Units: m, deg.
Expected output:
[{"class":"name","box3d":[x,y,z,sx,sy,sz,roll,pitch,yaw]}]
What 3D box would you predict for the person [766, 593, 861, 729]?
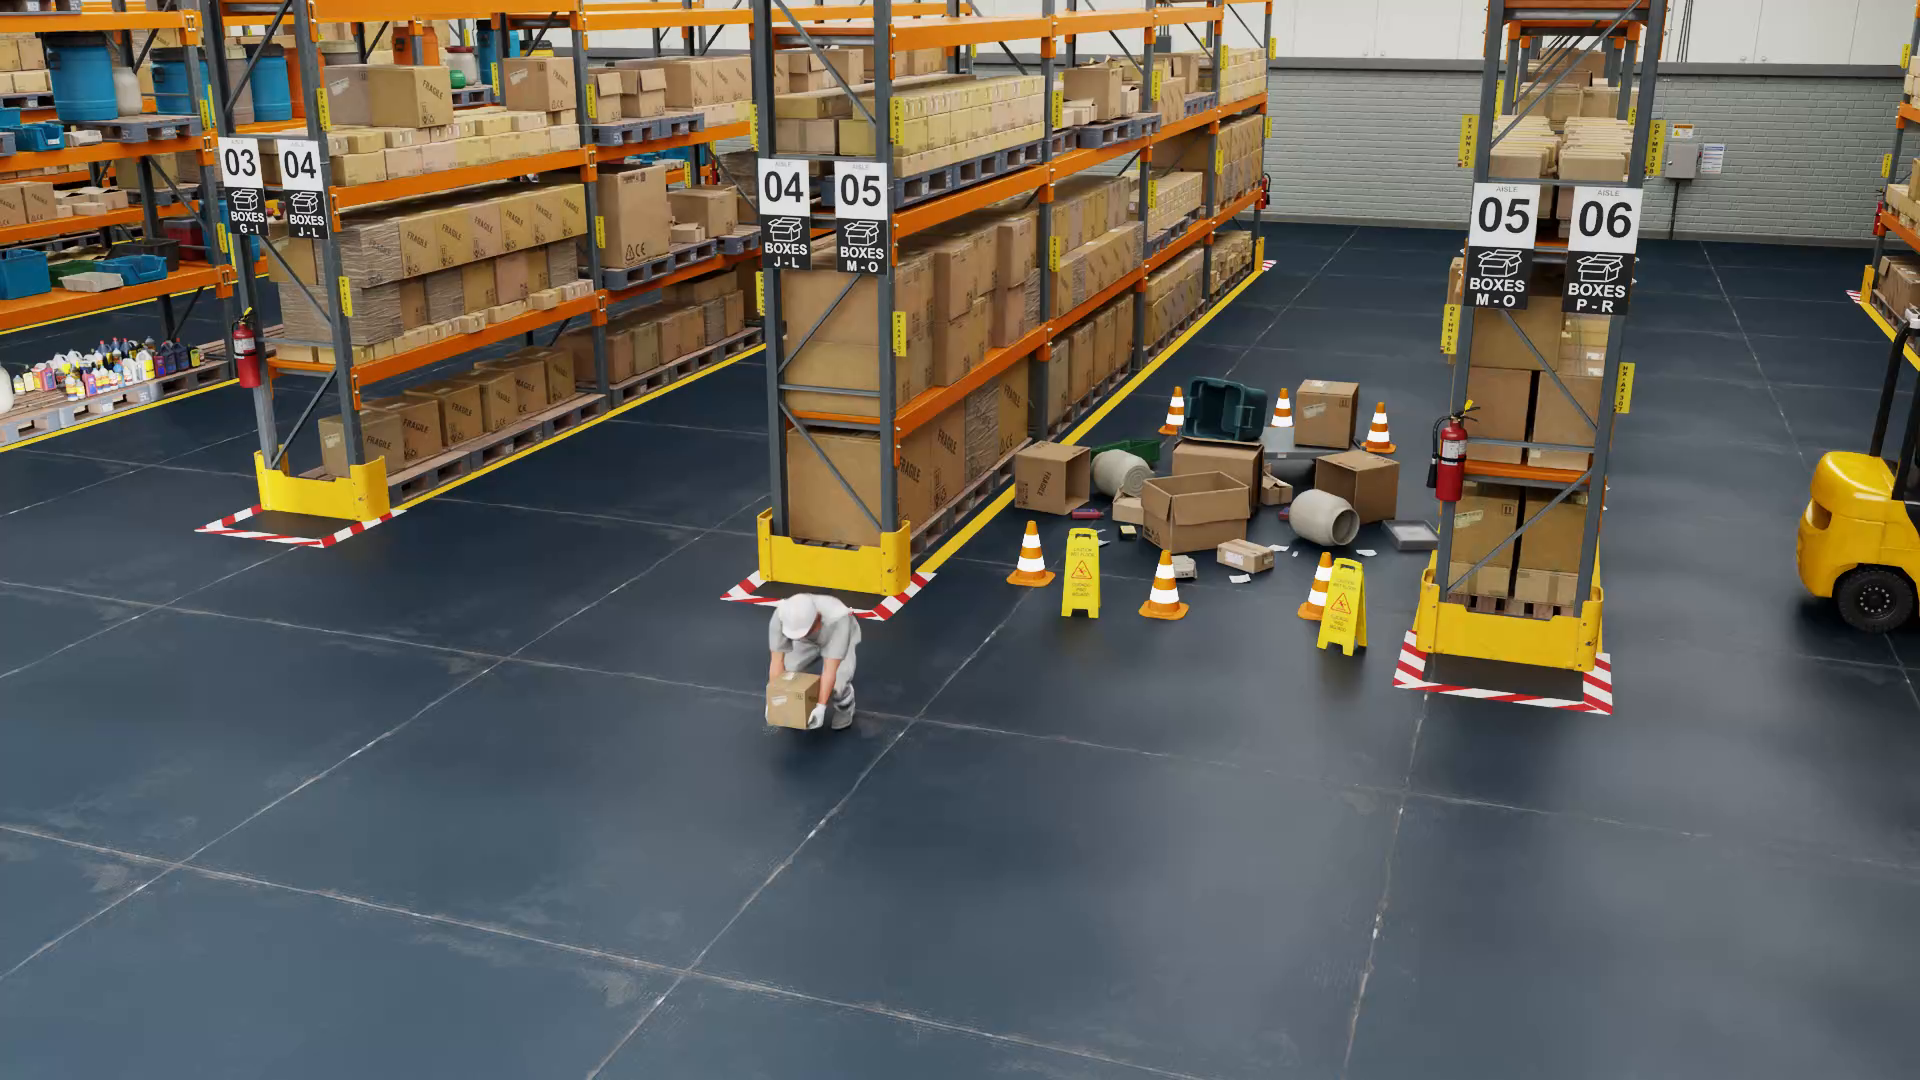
[{"class":"person","box3d":[-0.883,0.698,10.185,0.540,1.004,0.875,6,19,17]}]
